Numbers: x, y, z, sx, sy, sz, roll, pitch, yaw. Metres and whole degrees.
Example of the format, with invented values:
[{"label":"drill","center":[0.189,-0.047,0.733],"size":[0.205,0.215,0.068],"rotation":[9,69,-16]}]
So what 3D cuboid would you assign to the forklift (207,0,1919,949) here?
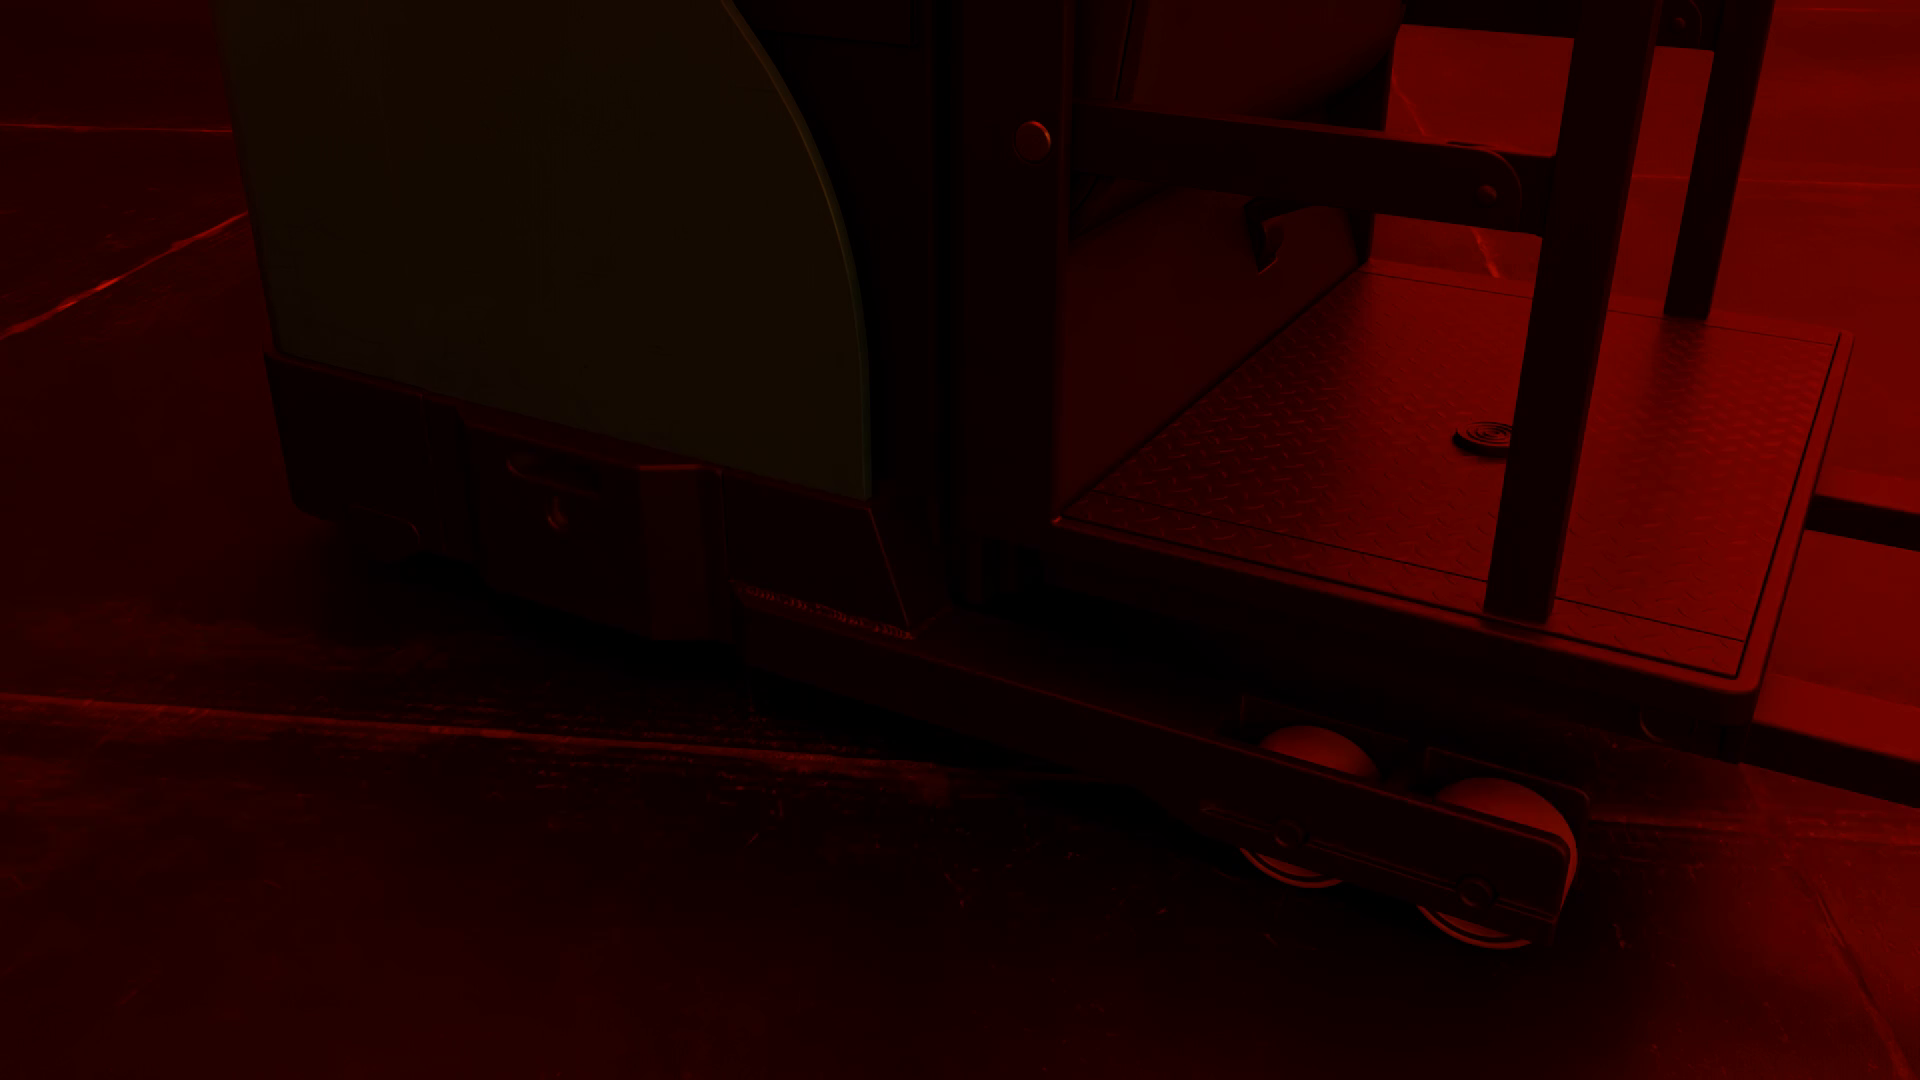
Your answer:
[{"label":"forklift","center":[0.540,-1.173,1.567],"size":[3.031,2.935,1.130],"rotation":[14,30,27]}]
